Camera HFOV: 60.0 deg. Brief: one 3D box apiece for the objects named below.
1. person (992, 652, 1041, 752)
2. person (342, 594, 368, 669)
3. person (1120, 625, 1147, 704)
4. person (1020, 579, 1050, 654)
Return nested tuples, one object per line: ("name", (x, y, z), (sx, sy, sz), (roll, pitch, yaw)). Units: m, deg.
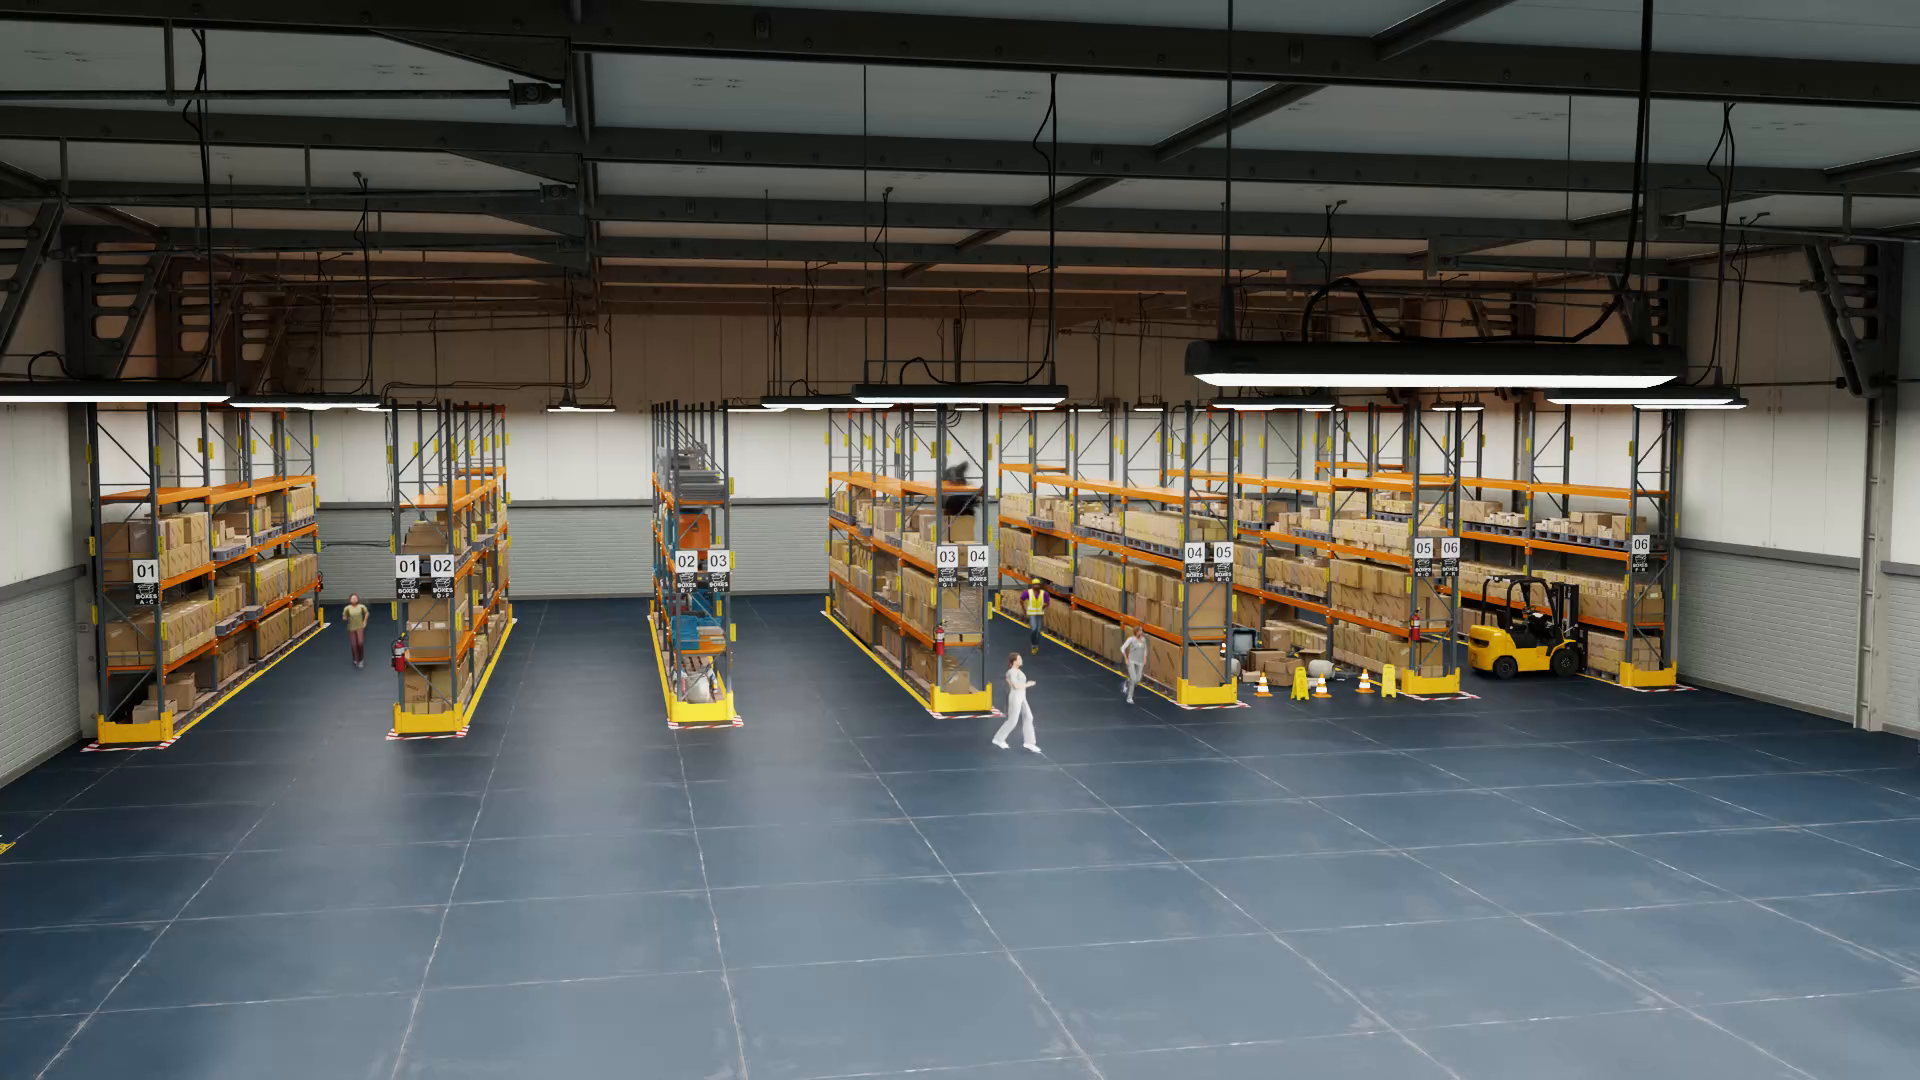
("person", (0.957, 2.749, 28.158), (0.831, 1.695, 0.559), (1, 4, 13))
("person", (-13.701, 2.059, 37.670), (0.540, 1.710, 0.711), (-1, 5, -18))
("person", (3.469, 2.471, 33.204), (0.581, 1.566, 0.591), (-2, 5, -22))
("person", (1.825, 1.843, 40.028), (0.695, 1.836, 0.670), (-1, 4, -11))
